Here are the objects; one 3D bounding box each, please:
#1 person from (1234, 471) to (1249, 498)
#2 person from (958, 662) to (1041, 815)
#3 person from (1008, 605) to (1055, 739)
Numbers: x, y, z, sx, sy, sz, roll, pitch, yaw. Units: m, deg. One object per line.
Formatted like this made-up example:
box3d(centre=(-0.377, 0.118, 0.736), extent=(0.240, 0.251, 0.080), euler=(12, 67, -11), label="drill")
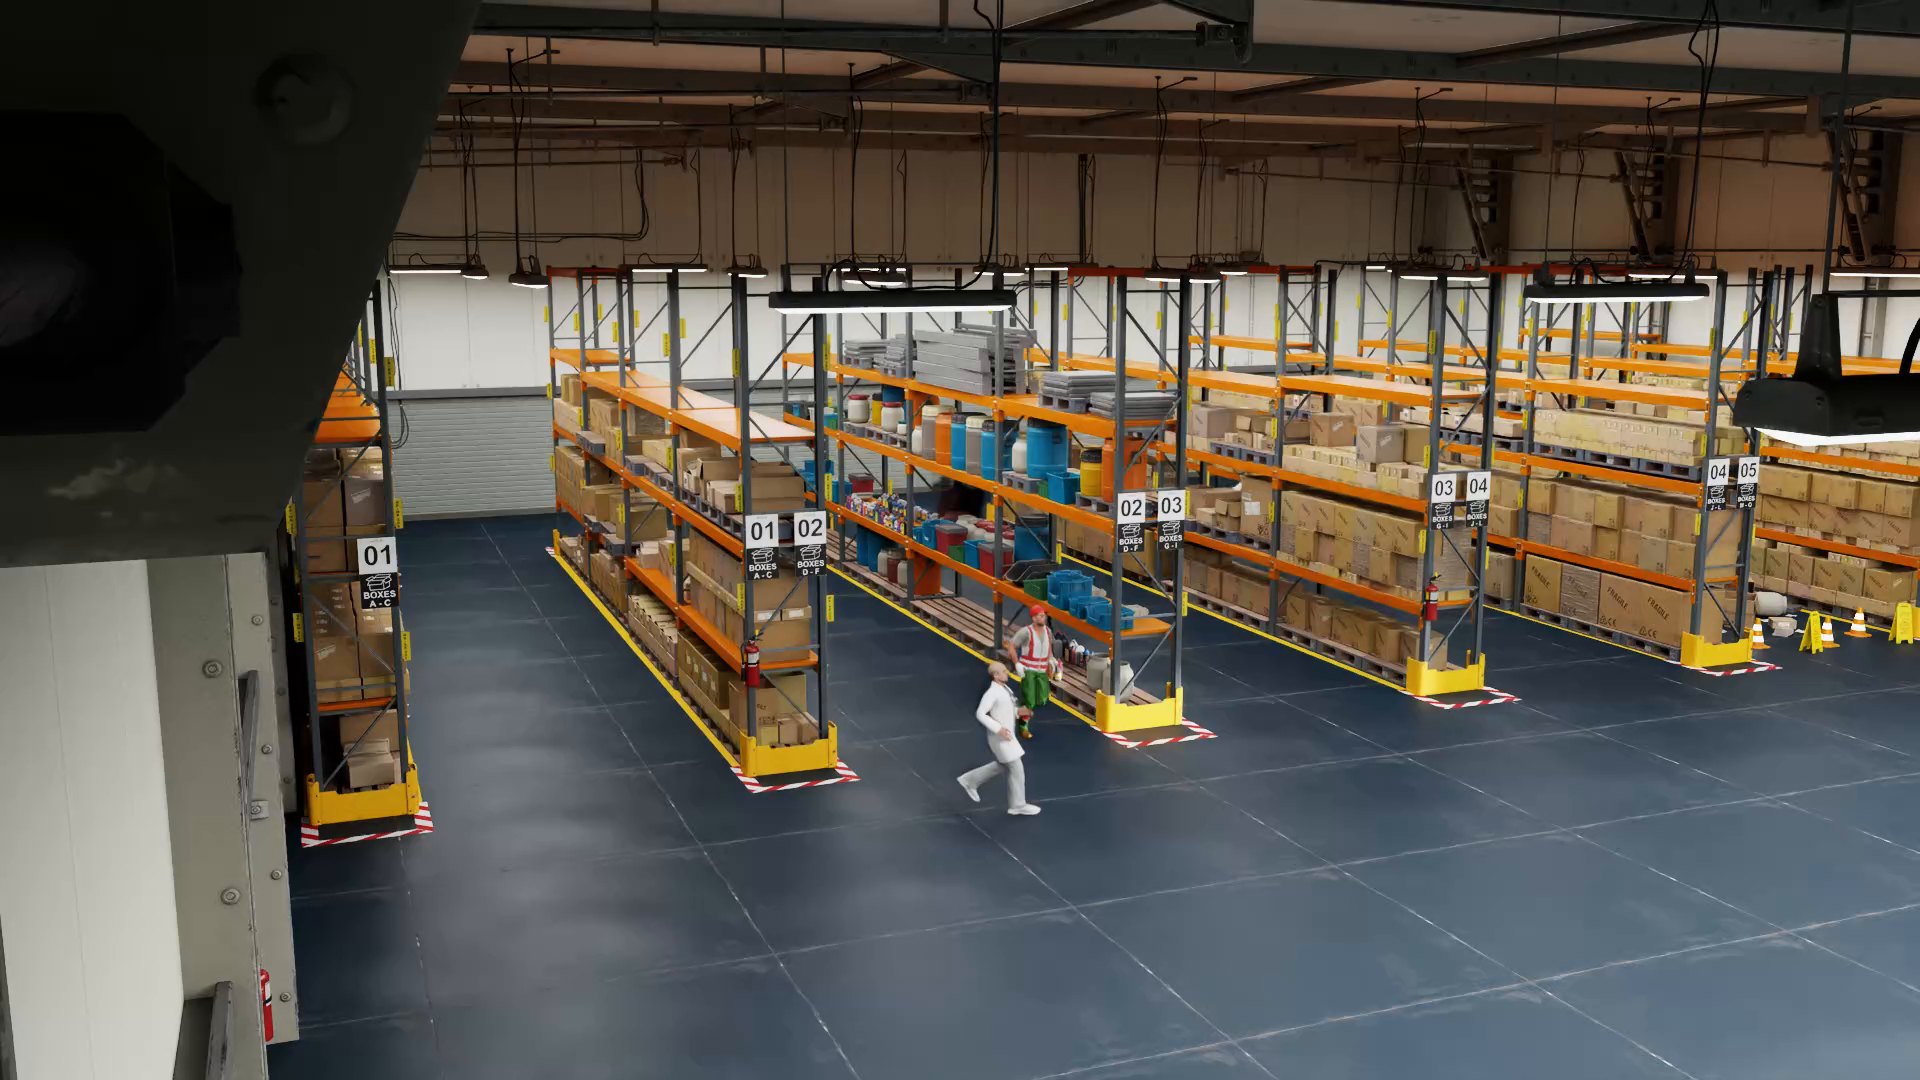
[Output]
box3d(centre=(6.063, -0.650, 35.501), extent=(0.628, 1.703, 0.932), euler=(-4, 11, -22), label="person")
box3d(centre=(0.468, 2.233, 18.770), extent=(0.908, 1.751, 0.720), euler=(1, 10, 8), label="person")
box3d(centre=(0.944, 1.704, 21.936), extent=(0.707, 1.728, 0.582), euler=(-6, 12, -32), label="person")
